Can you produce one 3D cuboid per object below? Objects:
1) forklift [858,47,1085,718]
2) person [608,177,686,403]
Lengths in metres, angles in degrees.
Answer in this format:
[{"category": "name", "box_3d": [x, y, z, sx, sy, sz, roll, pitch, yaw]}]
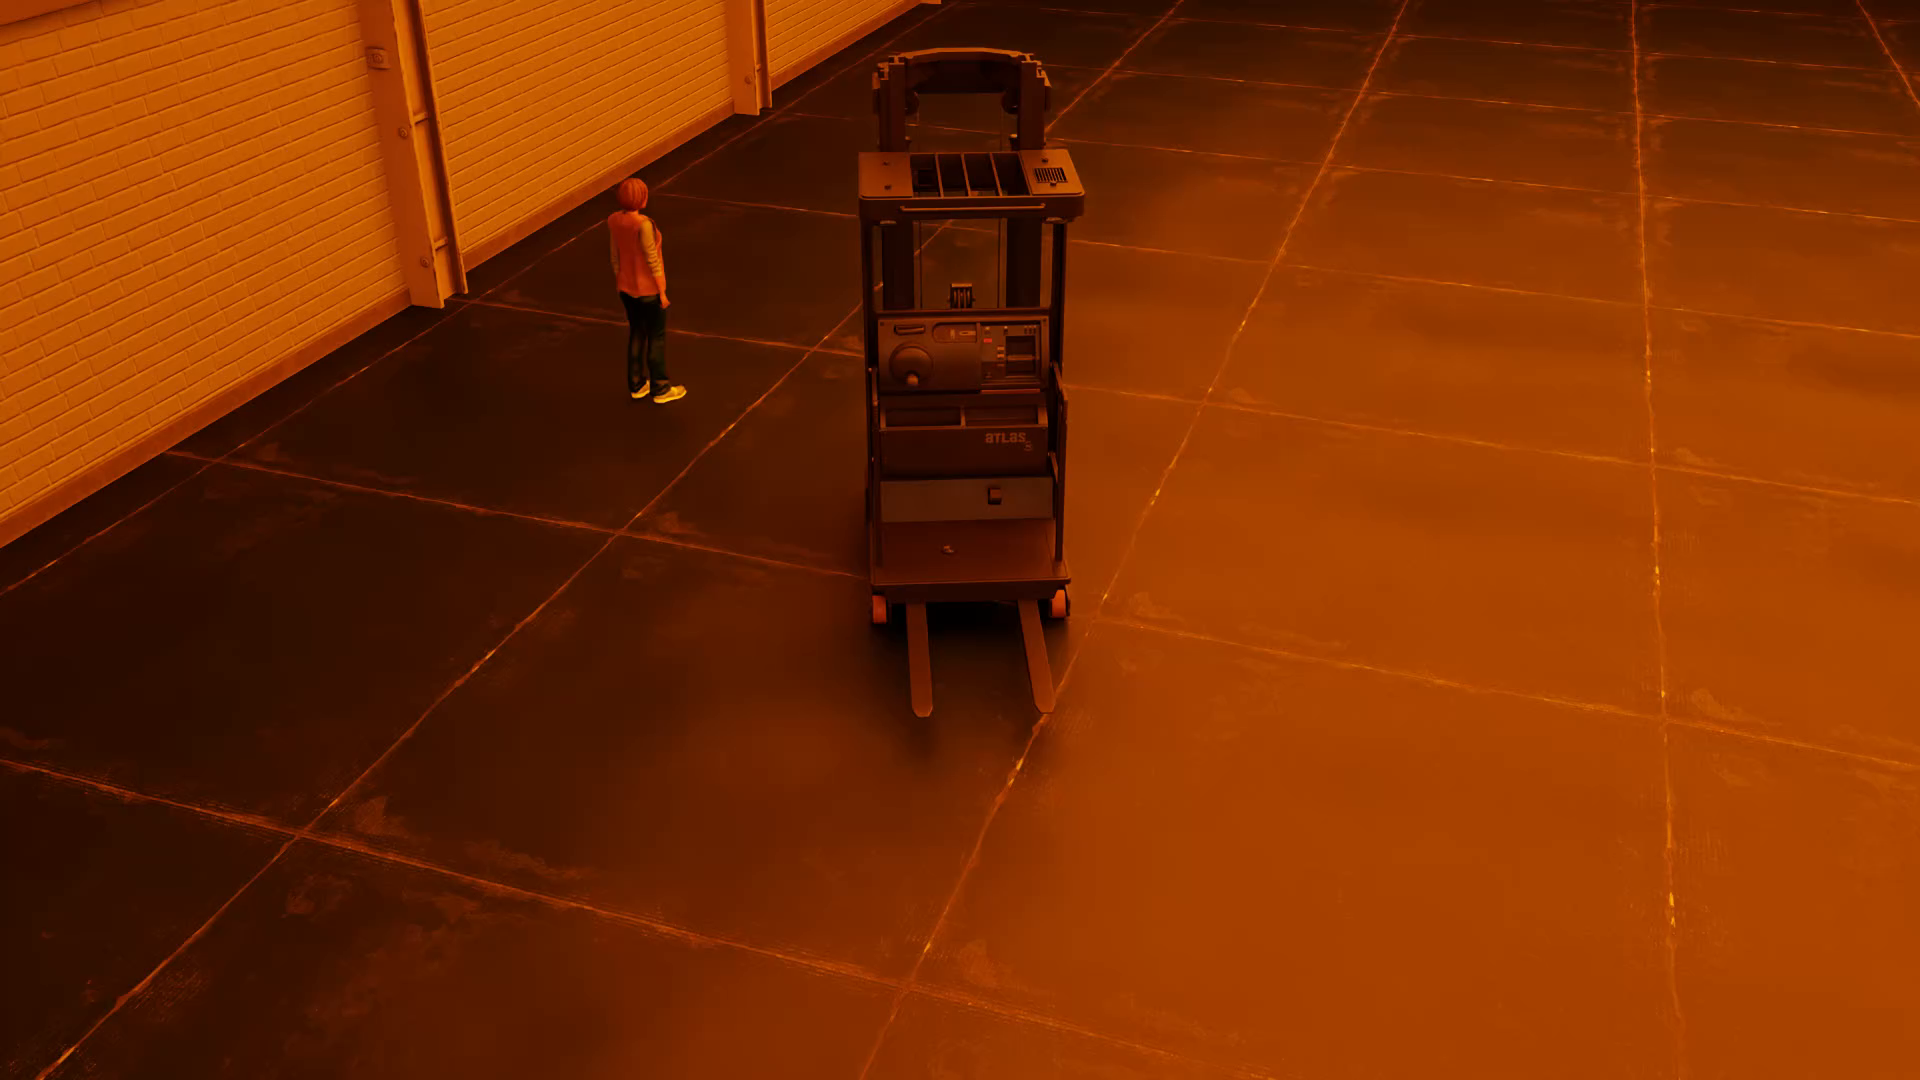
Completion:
[{"category": "forklift", "box_3d": [0.035, -0.972, 8.842, 1.130, 2.935, 3.031, -2, 30, -3]}, {"category": "person", "box_3d": [-2.189, -1.724, 11.512, 0.431, 1.596, 0.323, 18, 34, 29]}]
